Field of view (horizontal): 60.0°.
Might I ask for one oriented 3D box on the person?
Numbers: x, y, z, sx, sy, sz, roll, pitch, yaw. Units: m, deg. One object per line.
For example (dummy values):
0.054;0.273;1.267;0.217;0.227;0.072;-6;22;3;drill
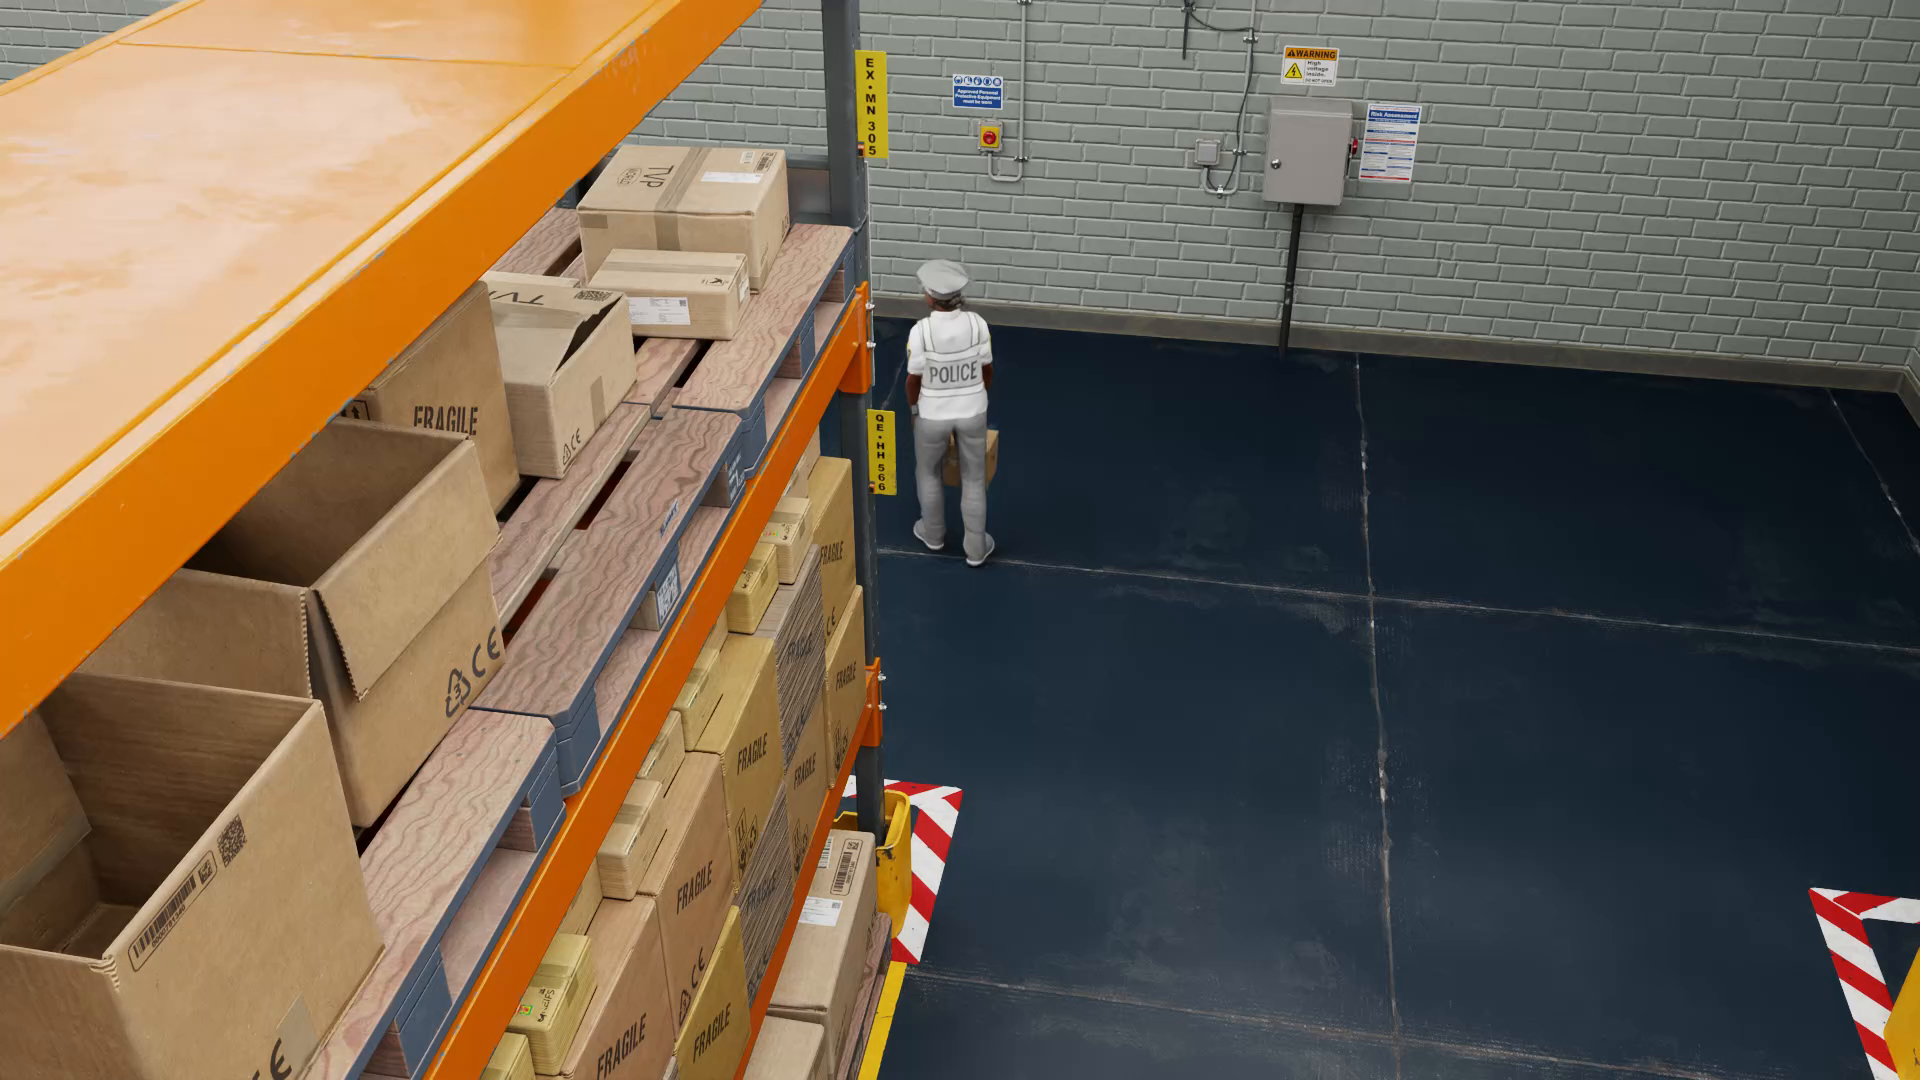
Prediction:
-0.055;-0.668;8.771;0.481;1.677;0.504;-6;33;-9;person
